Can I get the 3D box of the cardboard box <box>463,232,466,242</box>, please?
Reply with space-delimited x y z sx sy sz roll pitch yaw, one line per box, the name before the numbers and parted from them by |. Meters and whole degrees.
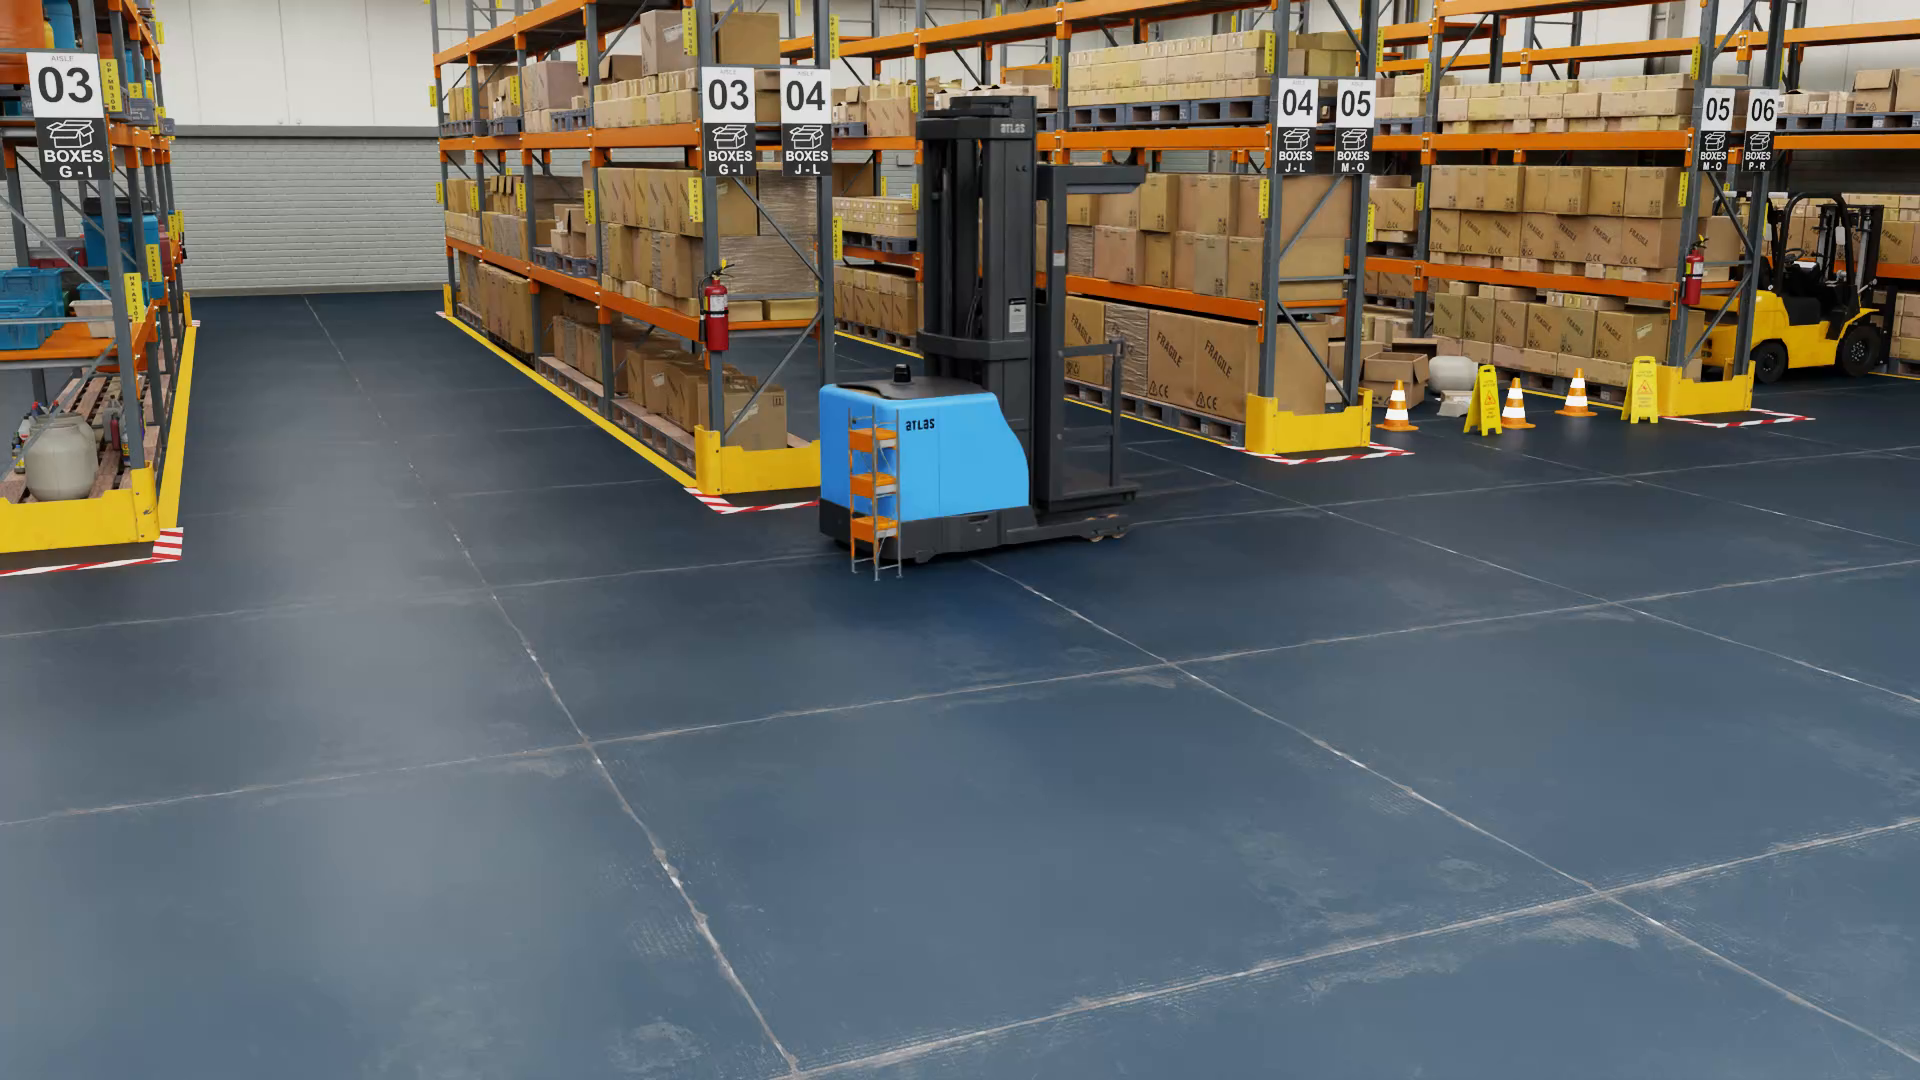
cardboard box | -7.207 -4.532 24.854 0.380 0.149 0.250 -6 14 -24

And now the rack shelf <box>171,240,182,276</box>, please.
rack shelf | -11.609 -3.970 23.468 1.077 0.370 4.000 -6 14 -23

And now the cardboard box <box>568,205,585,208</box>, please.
cardboard box | -4.099 -3.568 18.980 0.700 0.500 0.500 -3 13 -15

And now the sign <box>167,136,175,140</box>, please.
sign | -11.913 -6.198 25.075 0.100 0.325 0.005 -6 14 -23

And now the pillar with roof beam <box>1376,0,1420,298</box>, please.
pillar with roof beam | 3.960 -8.458 27.959 9.100 9.000 0.400 -6 14 -23

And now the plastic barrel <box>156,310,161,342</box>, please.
plastic barrel | -10.605 -2.976 21.299 0.600 0.901 0.708 -6 14 -23

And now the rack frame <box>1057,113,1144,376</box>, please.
rack frame | 1.520 -3.129 18.239 1.000 3.000 0.127 -6 14 -23

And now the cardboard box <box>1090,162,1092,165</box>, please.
cardboard box | 2.389 -6.201 27.633 0.380 0.149 0.250 -5 14 -22

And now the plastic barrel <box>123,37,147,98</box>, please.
plastic barrel | -9.984 -5.479 19.696 0.600 0.901 0.708 -6 14 -23

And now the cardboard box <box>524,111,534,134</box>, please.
cardboard box | -4.712 -4.797 19.124 0.500 0.250 0.500 -5 14 -22

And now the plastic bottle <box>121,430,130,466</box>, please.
plastic bottle | -6.442 -0.716 12.888 0.097 0.271 0.097 0 13 0

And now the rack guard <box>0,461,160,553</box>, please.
rack guard | -6.074 -0.222 11.221 1.175 0.500 0.348 -6 14 -23

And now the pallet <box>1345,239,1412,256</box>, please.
pallet | 5.243 -3.925 22.102 1.003 0.211 1.213 -6 14 -23

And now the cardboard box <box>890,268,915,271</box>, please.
cardboard box | -0.736 -3.788 24.034 0.500 0.250 0.500 -6 14 -25

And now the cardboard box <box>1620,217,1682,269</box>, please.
cardboard box | 7.148 -3.052 17.022 0.500 0.500 0.500 -6 14 -24

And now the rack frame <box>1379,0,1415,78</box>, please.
rack frame | 7.357 -8.622 28.666 1.000 3.000 0.127 -6 14 -23

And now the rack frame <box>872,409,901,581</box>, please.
rack frame | -0.449 -0.273 10.217 0.200 1.050 0.008 -11 17 -39

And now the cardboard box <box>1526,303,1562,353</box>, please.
cardboard box | 6.650 -2.356 18.399 0.500 0.500 0.500 -6 14 -24

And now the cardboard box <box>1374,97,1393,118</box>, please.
cardboard box | 5.450 -5.403 20.811 0.500 0.250 0.500 -5 14 -22

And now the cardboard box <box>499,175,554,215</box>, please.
cardboard box | -5.742 -4.618 22.226 0.797 0.503 0.637 -5 14 -22

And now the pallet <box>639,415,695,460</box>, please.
pallet | -2.271 -0.956 15.031 1.003 0.211 1.213 -6 14 -23

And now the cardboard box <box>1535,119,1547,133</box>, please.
cardboard box | 6.533 -4.531 18.198 0.380 0.149 0.250 -6 14 -23

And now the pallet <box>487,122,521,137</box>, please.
pallet | -5.857 -5.538 22.419 0.805 0.209 1.217 -6 14 -25

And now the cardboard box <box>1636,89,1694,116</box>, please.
cardboard box | 7.166 -4.386 16.687 0.500 0.250 0.500 -6 14 -24

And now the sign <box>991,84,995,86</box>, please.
sign | 0.430 -5.756 21.613 0.100 0.325 0.005 -6 14 -23

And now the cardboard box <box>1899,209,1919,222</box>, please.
cardboard box | 11.352 -3.844 19.664 0.380 0.149 0.250 -6 14 -25

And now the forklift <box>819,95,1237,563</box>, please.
forklift | 0.567 -1.507 11.380 3.031 2.935 1.130 -8 15 -31

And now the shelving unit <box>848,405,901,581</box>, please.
shelving unit | -0.527 -0.295 10.308 0.215 1.050 0.252 -11 17 -39

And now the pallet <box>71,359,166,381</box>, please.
pallet | -9.560 -1.882 19.033 1.003 0.211 1.213 -6 14 -23

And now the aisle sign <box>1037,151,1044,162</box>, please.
aisle sign | 1.463 -7.386 30.865 0.394 0.787 0.004 -6 14 -23

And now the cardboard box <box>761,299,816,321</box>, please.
cardboard box | -1.358 -1.834 13.198 0.380 0.149 0.250 -6 14 -23

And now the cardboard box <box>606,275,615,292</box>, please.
cardboard box | -3.166 -2.455 15.884 0.380 0.149 0.250 -6 14 -23

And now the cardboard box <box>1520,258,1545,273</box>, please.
cardboard box | 6.478 -3.066 18.523 0.380 0.149 0.250 -6 14 -23

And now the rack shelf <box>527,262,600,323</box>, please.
rack shelf | -3.866 -2.765 18.260 1.077 0.370 4.000 -6 14 -23

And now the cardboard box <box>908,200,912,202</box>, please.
cardboard box | -0.510 -4.658 23.148 0.380 0.149 0.250 -5 14 -20

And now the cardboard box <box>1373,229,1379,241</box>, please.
cardboard box | 5.331 -3.867 21.052 0.380 0.149 0.250 -6 14 -24

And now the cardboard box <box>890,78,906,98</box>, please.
cardboard box | -0.701 -6.004 22.085 0.396 0.266 0.258 -6 14 -23

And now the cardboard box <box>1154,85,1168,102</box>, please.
cardboard box | 2.068 -4.249 15.826 0.380 0.149 0.250 -5 14 -22

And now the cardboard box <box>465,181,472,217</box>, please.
cardboard box | -6.896 -4.967 24.188 0.500 0.500 0.500 -5 14 -22

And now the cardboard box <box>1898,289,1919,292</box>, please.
cardboard box | 11.751 -2.896 20.179 0.500 0.250 0.500 -6 14 -23

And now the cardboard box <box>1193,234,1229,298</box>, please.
cardboard box | 2.692 -2.560 15.447 0.875 0.550 0.550 -6 14 -23

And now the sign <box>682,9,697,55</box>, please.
sign | -1.979 -3.723 12.186 0.100 0.325 0.005 -6 14 -23

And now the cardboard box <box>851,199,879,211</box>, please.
cardboard box | -1.318 -4.709 23.370 0.380 0.149 0.250 -5 14 -21

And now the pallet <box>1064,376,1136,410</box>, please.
pallet | 1.753 -1.607 17.844 1.003 0.211 1.213 -6 14 -23

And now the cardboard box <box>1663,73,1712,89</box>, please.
cardboard box | 7.211 -4.542 16.477 0.380 0.149 0.250 -5 14 -22

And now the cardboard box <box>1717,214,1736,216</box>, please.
cardboard box | 10.131 -4.295 22.500 0.500 0.250 0.500 -6 14 -24

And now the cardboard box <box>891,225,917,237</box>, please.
cardboard box | -0.701 -4.098 22.051 0.380 0.149 0.250 -5 14 -22

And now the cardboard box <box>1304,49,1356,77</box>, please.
cardboard box | 3.164 -4.212 14.786 0.500 0.250 0.500 -6 14 -23

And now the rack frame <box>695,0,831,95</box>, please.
rack frame | -1.463 -4.799 12.146 1.000 3.000 0.127 -6 14 -23

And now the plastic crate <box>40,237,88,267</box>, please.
plastic crate | -8.839 -2.751 16.462 0.402 0.464 0.583 -6 14 -23

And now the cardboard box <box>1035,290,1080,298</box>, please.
cardboard box | 0.806 -2.558 19.827 1.050 0.750 0.750 -6 14 -23

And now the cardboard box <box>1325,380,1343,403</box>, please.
cardboard box | 3.896 -1.609 17.731 0.396 0.266 0.258 -3 13 -13

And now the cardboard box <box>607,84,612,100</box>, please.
cardboard box | -3.048 -4.141 15.406 0.380 0.149 0.250 -6 14 -26

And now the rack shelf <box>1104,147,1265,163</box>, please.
rack shelf | 3.612 -5.948 25.360 1.077 0.370 4.000 -6 14 -23

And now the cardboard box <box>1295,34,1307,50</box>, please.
cardboard box | 3.181 -4.433 14.856 0.380 0.149 0.250 -6 14 -23

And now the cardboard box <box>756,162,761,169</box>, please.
cardboard box | -3.142 -6.069 27.841 0.500 0.500 0.500 -5 14 -21
